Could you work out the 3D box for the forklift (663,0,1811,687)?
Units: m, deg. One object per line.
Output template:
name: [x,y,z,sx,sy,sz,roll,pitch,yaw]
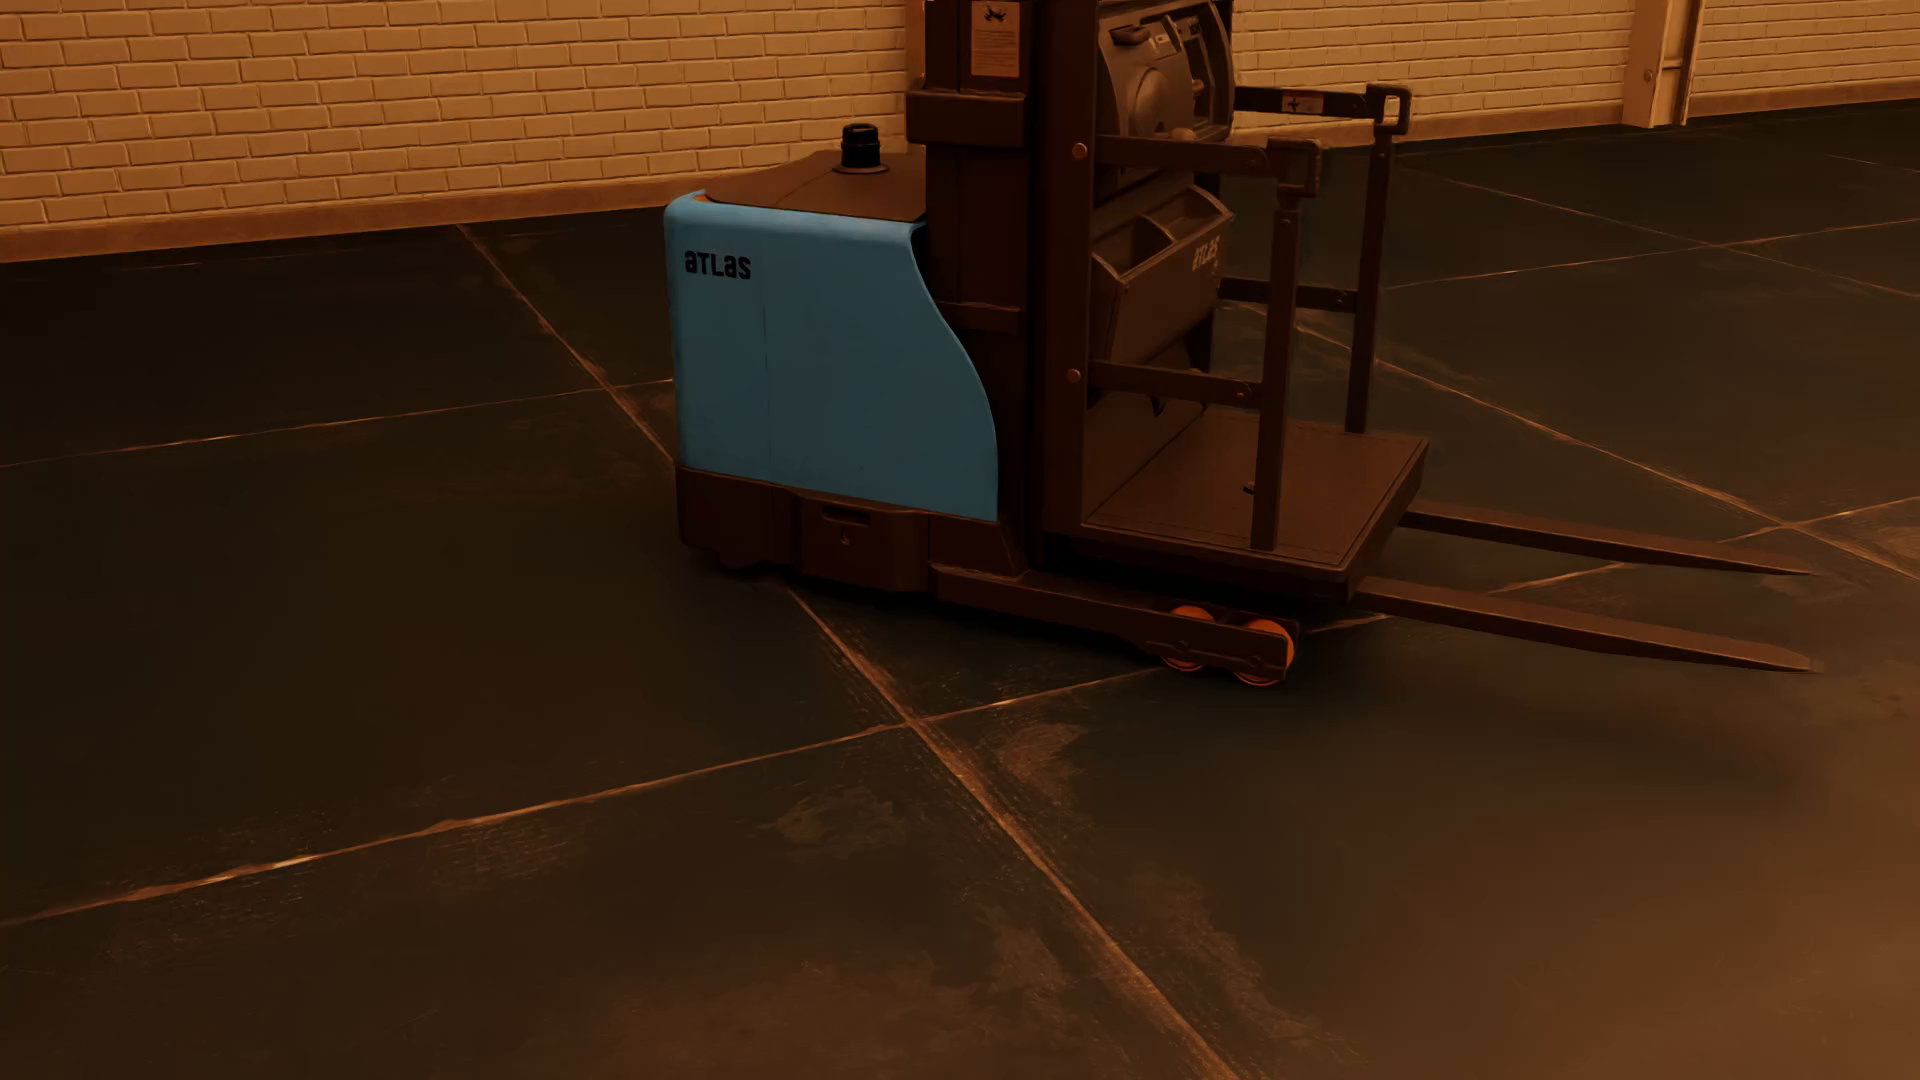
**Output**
forklift: [0.723,-1.215,4.211,3.031,2.935,1.130,10,25,23]
